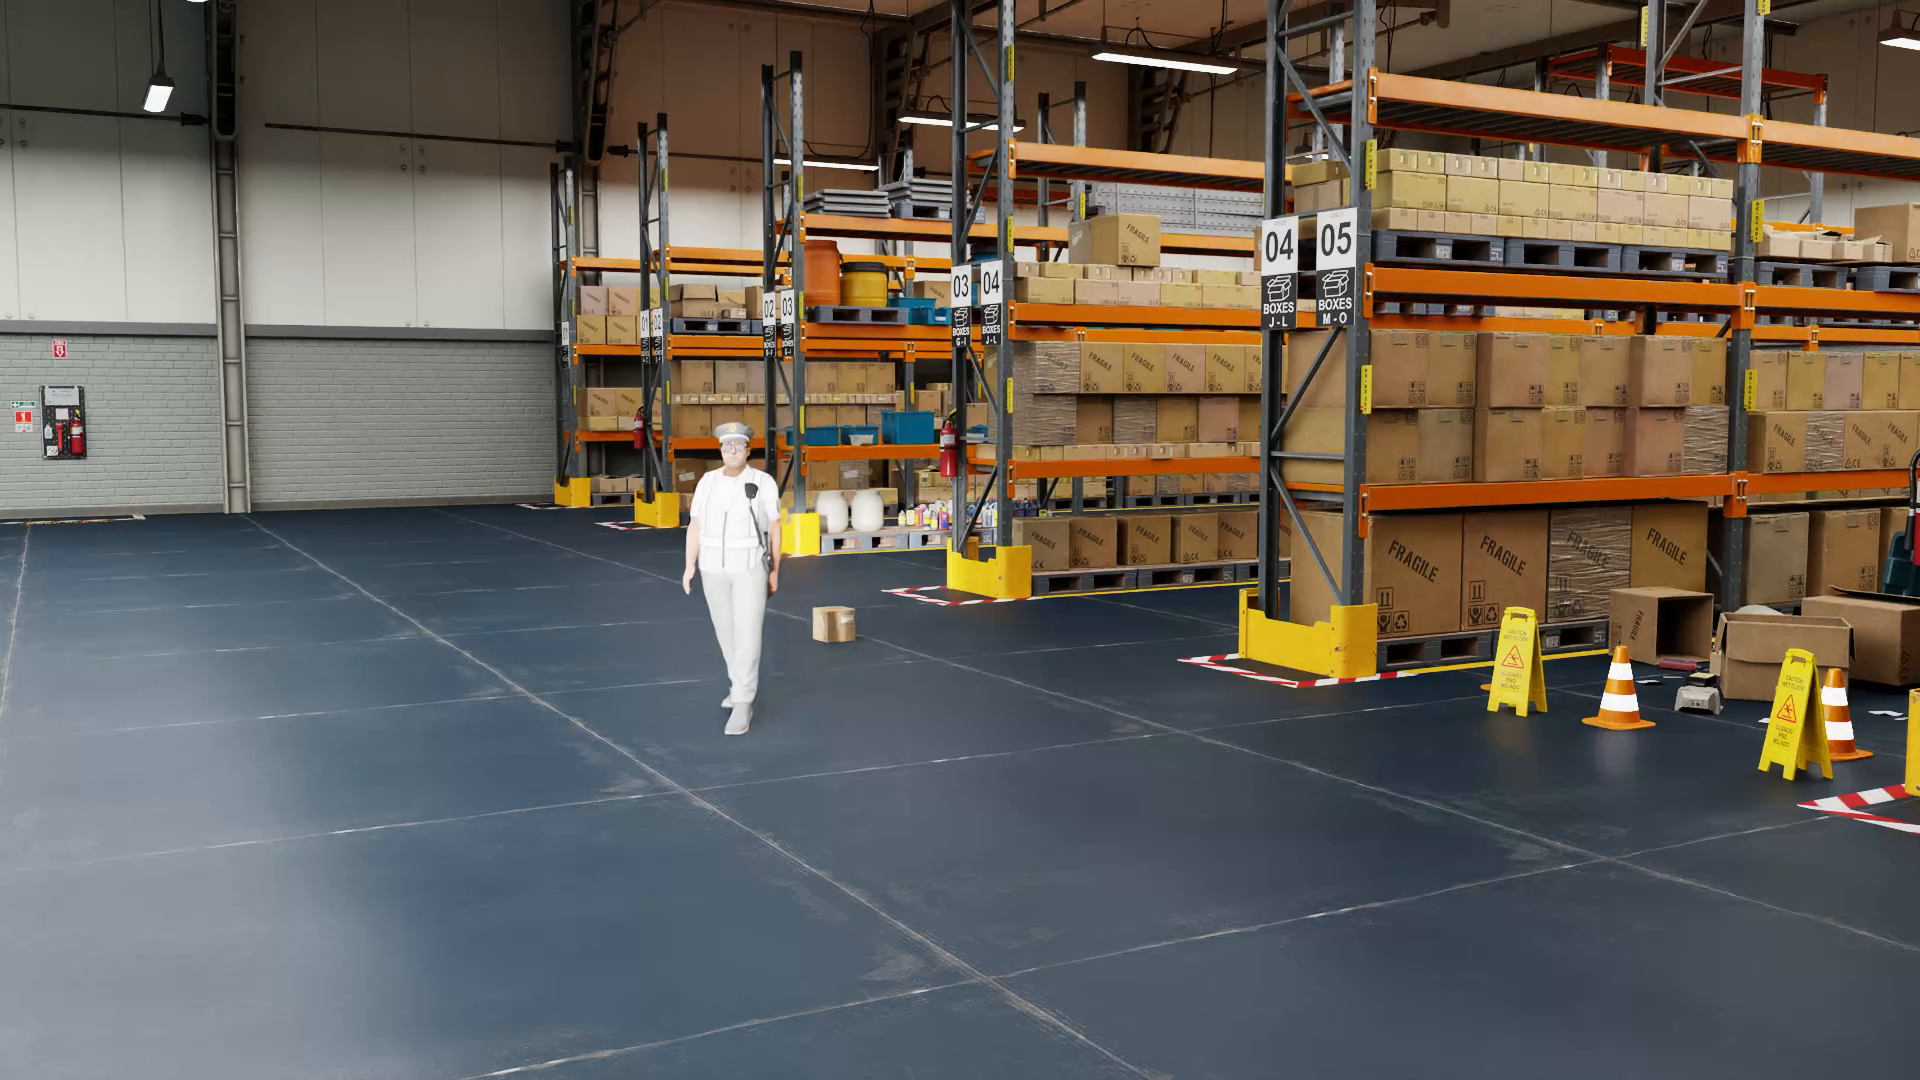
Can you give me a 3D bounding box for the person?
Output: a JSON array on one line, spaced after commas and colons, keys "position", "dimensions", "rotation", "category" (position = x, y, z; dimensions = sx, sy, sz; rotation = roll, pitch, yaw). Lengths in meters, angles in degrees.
[{"position": [-1.378, 0.199, 9.875], "dimensions": [0.536, 1.787, 0.844], "rotation": [1, 5, 12], "category": "person"}]
